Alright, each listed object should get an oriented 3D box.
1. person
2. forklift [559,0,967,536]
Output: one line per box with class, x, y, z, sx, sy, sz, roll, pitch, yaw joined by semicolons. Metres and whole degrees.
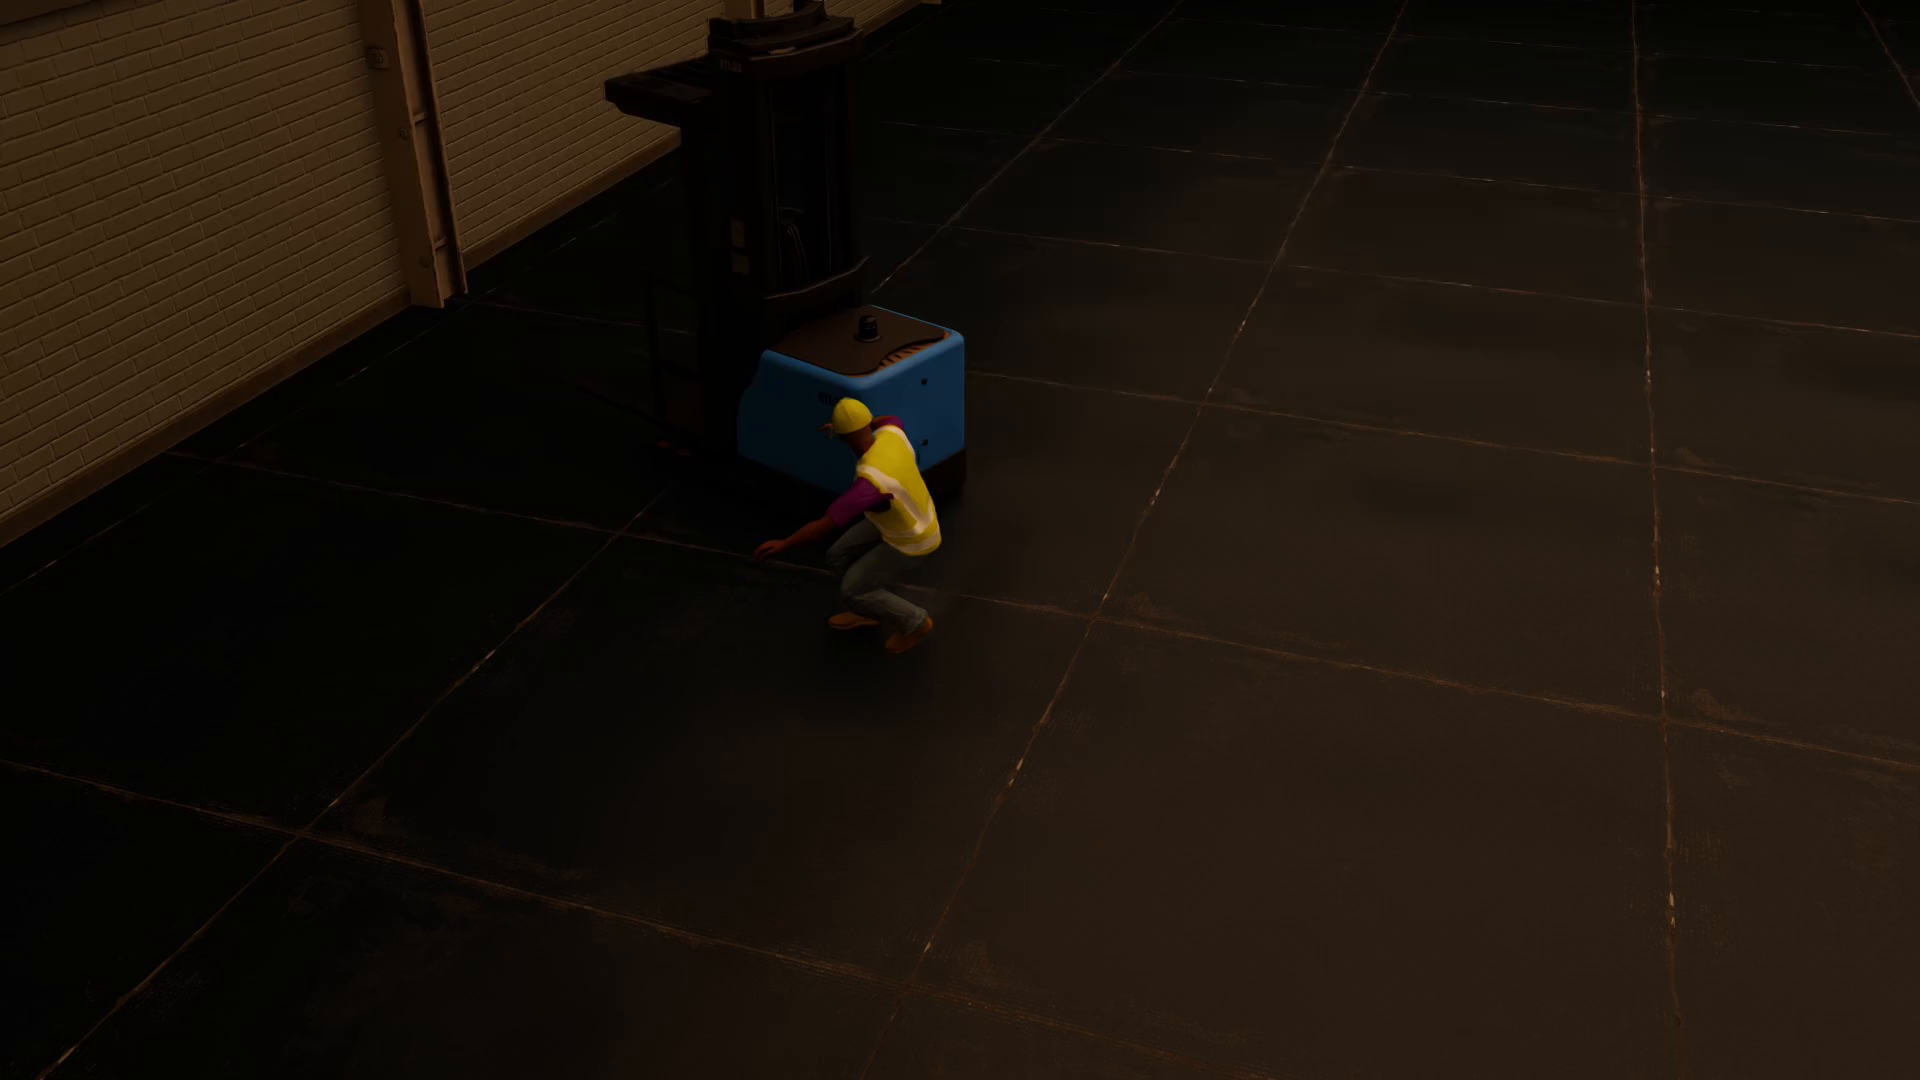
person;-0.601;-0.092;8.776;0.992;1.479;0.837;-3;30;-5
forklift;-1.422;-1.879;10.433;3.031;2.935;1.130;22;36;33
